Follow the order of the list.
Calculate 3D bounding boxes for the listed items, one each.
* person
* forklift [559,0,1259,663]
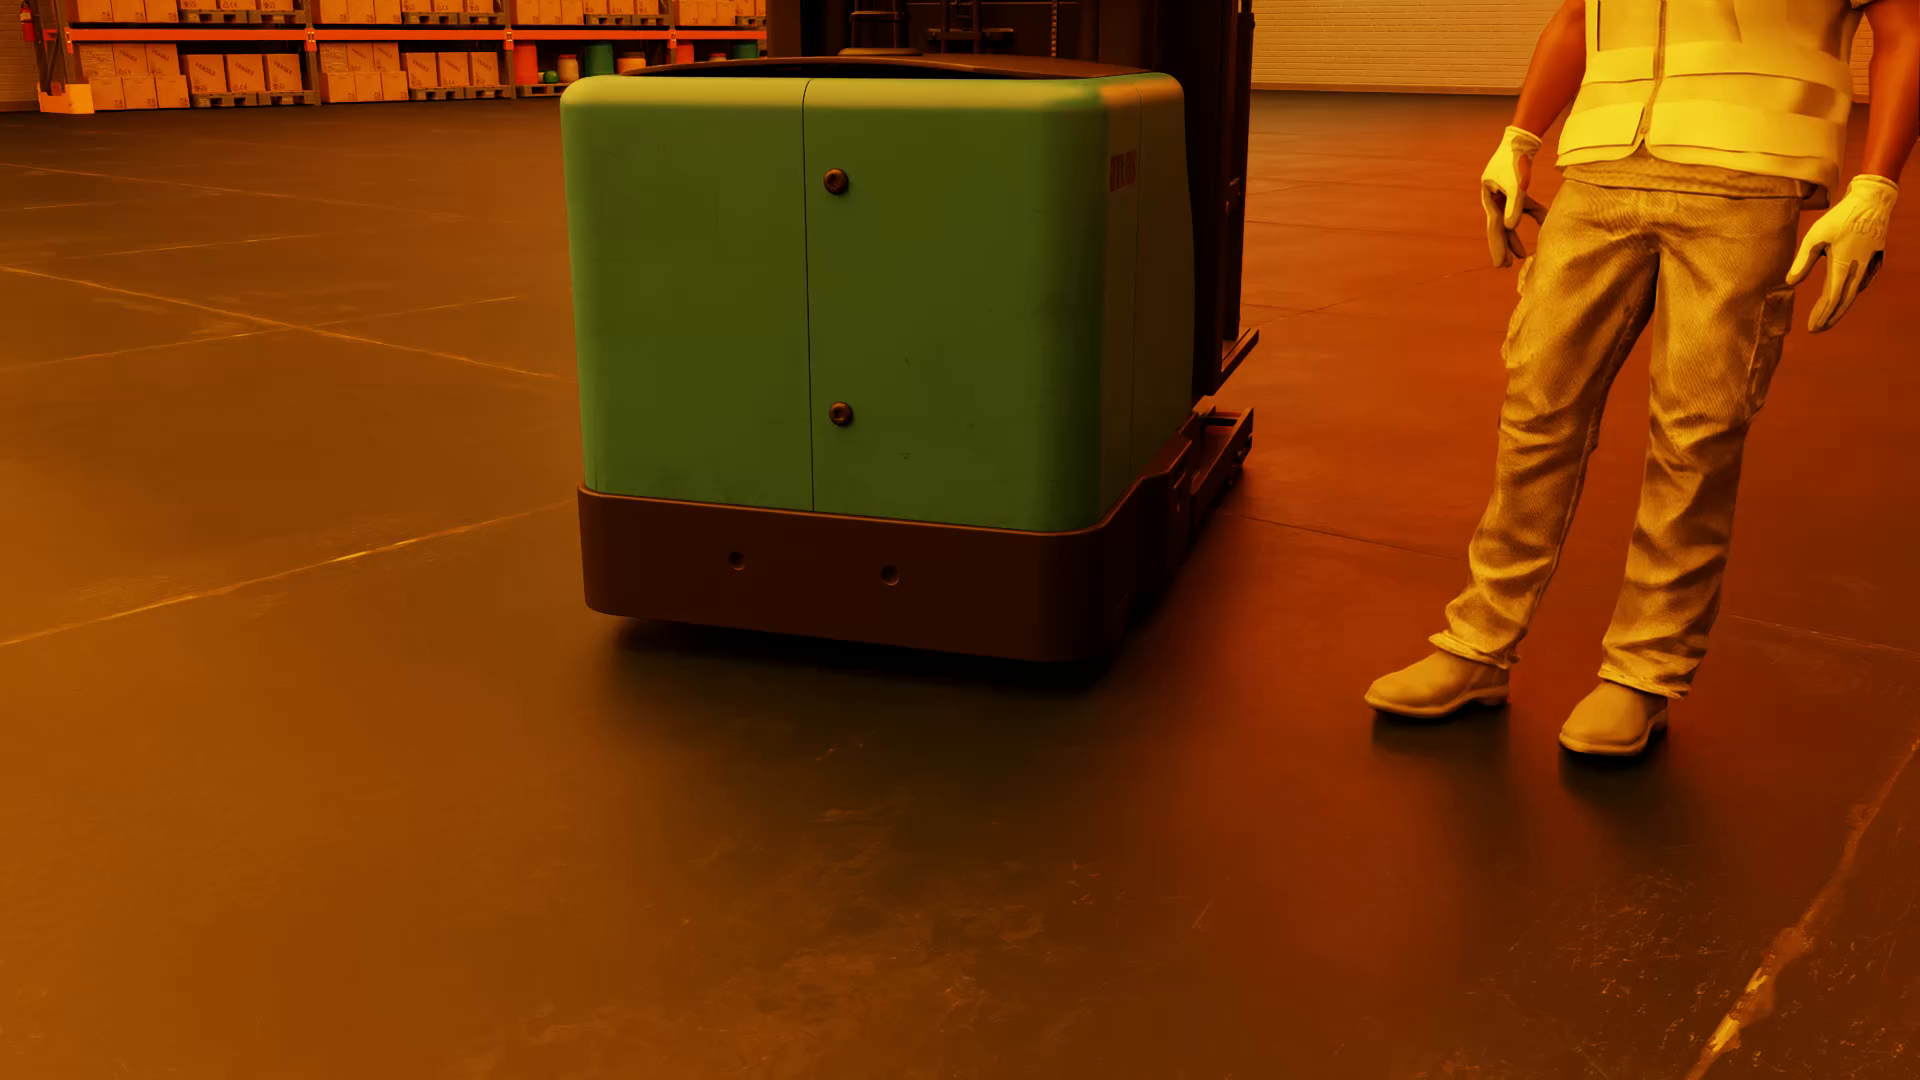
[{"bbox_3d":[1.095,-0.531,2.605,0.564,1.786,0.659,-13,21,-38],"label":"person"},{"bbox_3d":[0.182,-1.571,4.072,1.130,2.935,3.031,5,18,17],"label":"forklift"}]
